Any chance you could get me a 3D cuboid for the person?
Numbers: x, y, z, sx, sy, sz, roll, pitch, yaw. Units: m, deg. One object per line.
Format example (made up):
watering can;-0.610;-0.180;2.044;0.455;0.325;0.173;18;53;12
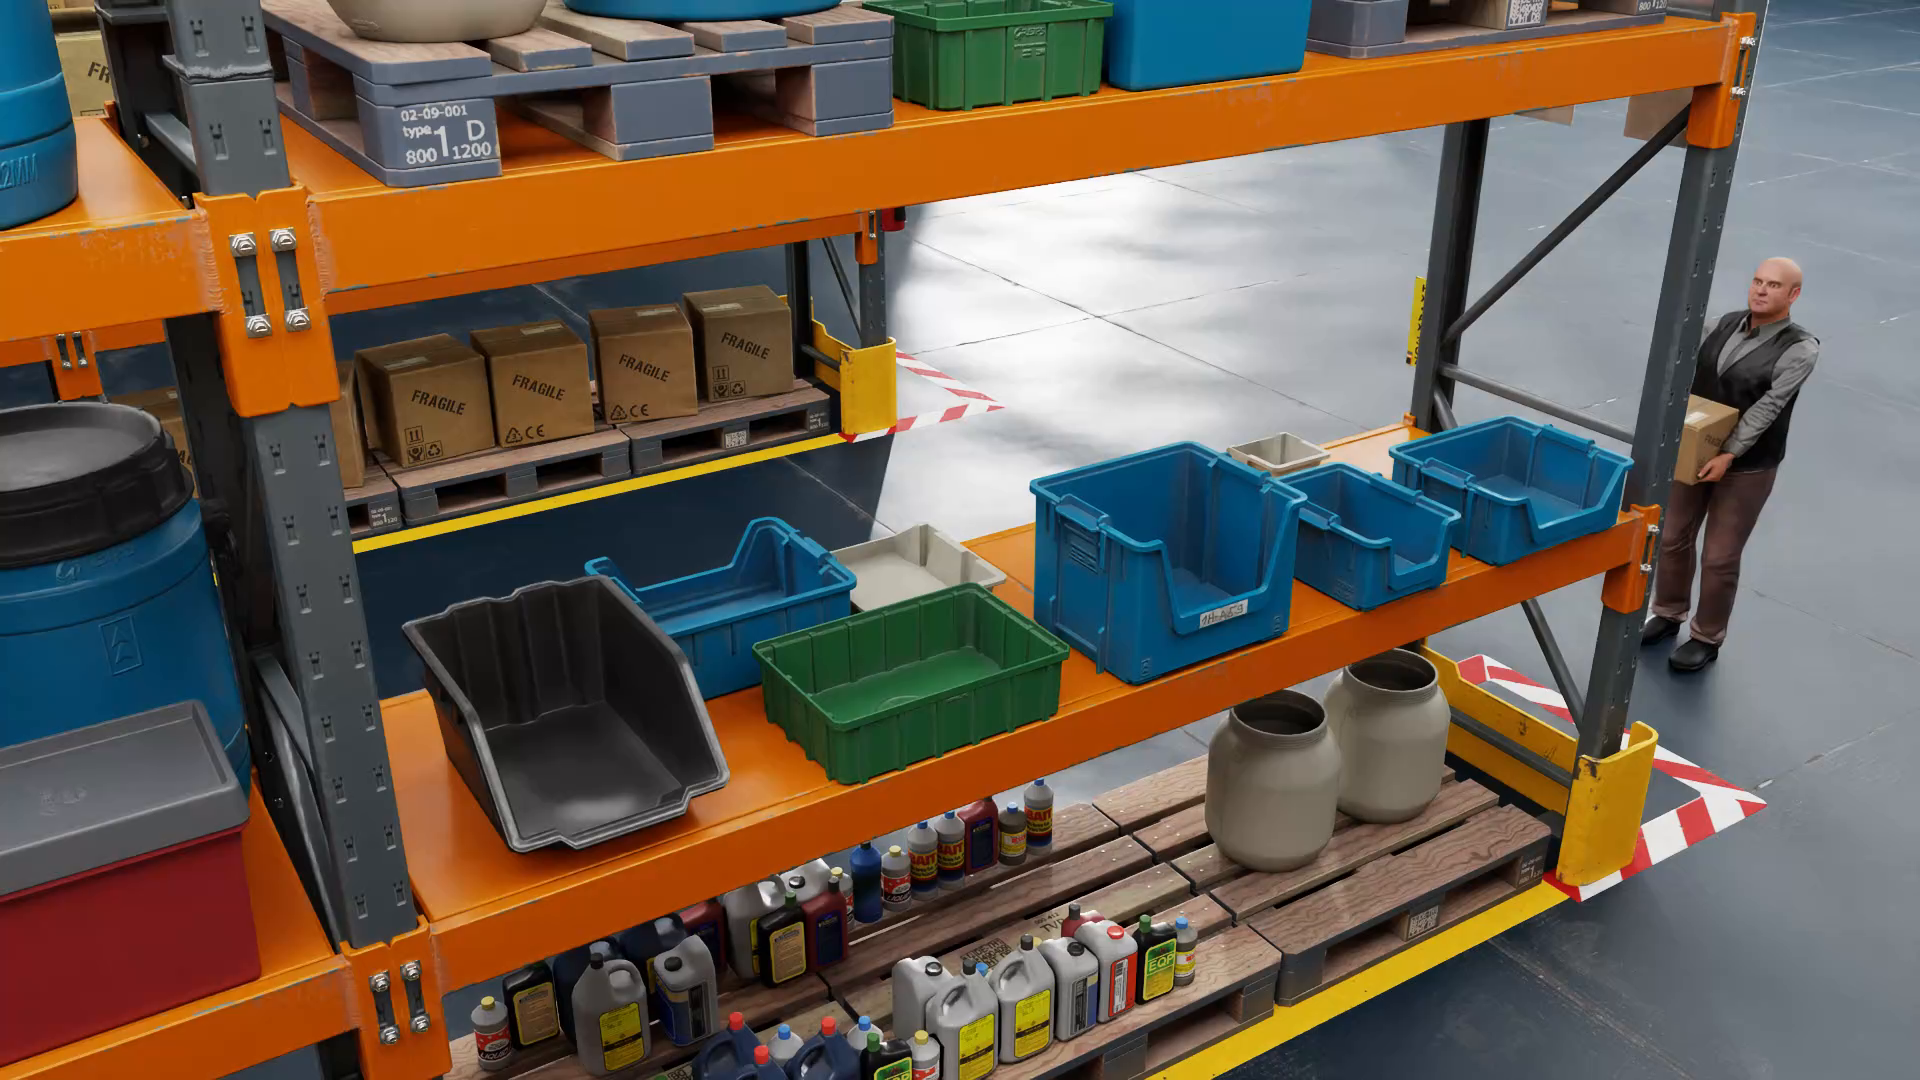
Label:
person;3.071;-0.293;6.776;0.551;1.711;0.494;-15;29;-29
